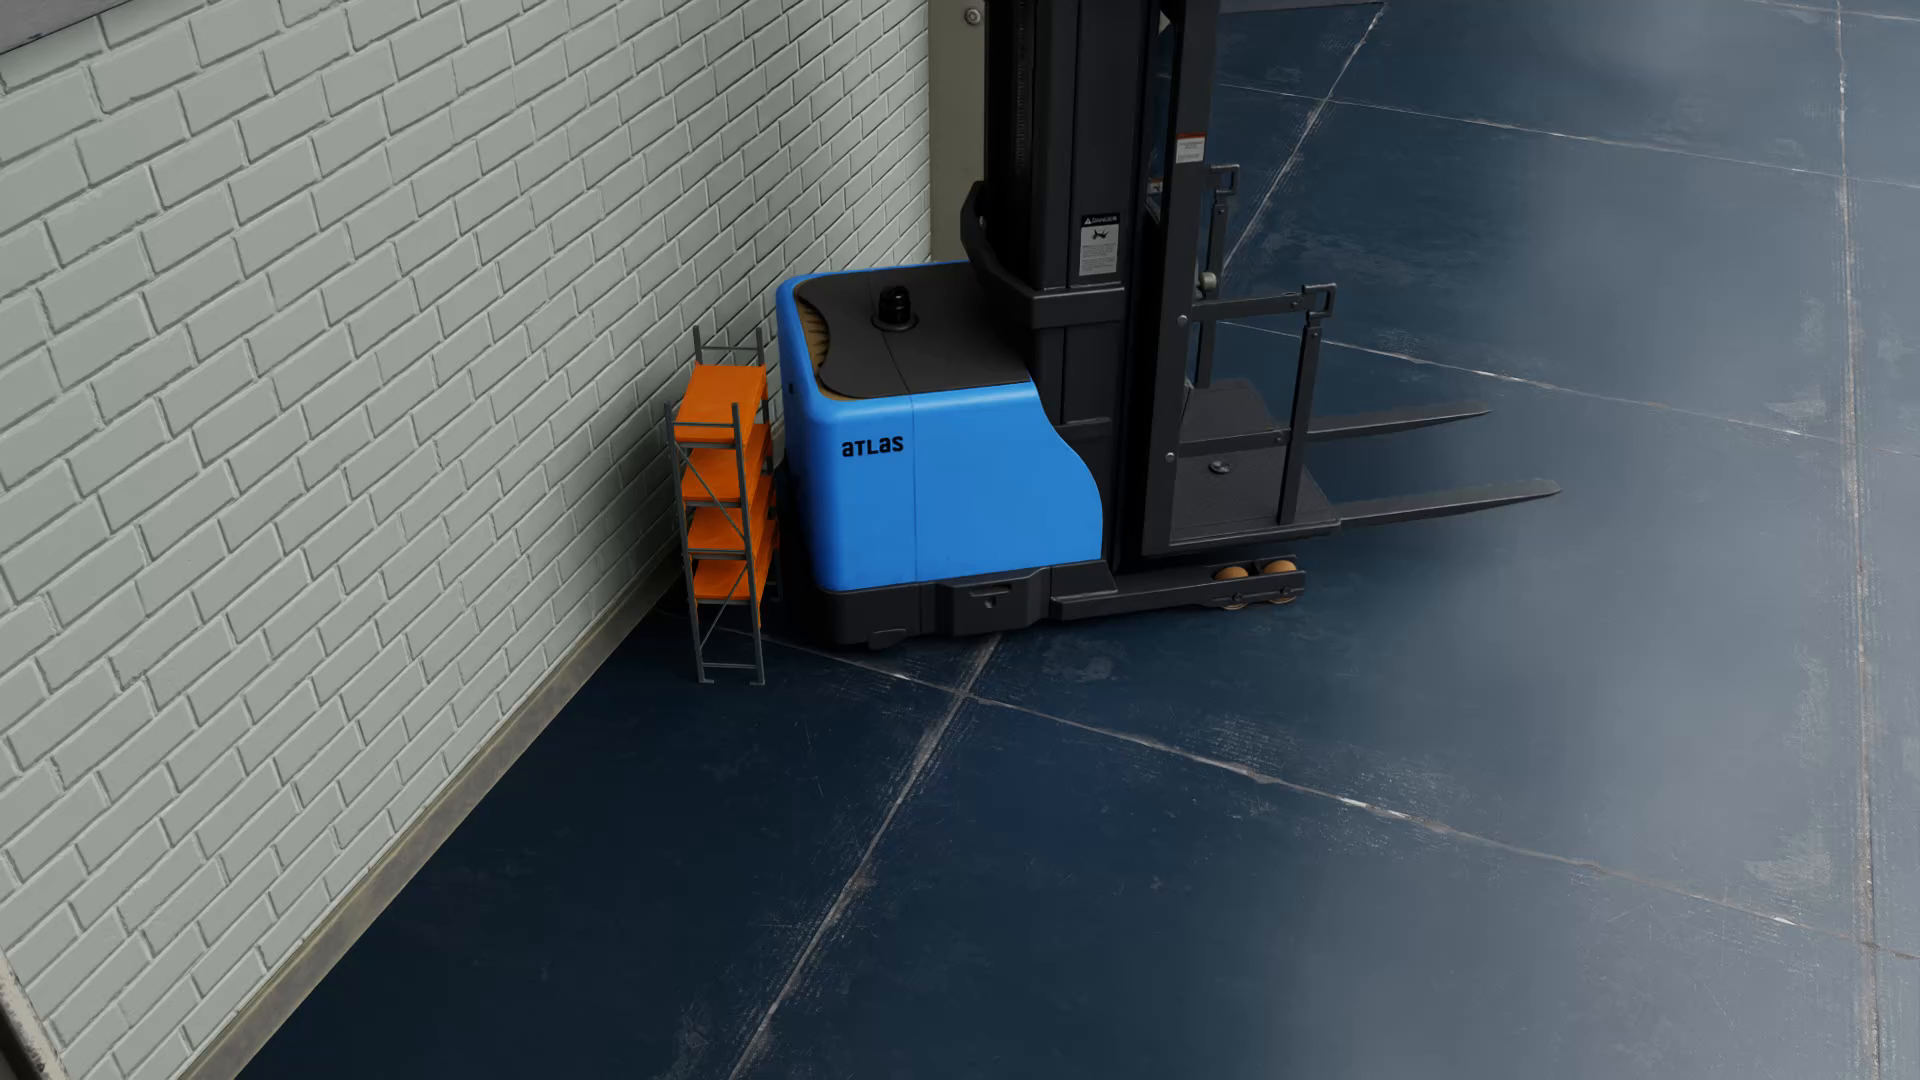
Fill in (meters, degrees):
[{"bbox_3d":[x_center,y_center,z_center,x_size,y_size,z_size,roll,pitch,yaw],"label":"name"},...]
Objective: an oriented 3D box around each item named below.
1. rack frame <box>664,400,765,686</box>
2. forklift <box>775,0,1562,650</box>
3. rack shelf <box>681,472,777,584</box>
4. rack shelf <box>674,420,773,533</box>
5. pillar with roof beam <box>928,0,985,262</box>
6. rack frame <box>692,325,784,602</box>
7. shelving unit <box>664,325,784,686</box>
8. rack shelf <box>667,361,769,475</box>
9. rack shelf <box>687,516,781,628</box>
[{"bbox_3d":[-0.831,0.040,5.694,0.240,1.200,0.015,2,37,3],"label":"rack frame"},{"bbox_3d":[0.860,-1.209,5.919,3.031,2.935,1.130,-7,37,-9],"label":"forklift"},{"bbox_3d":[-0.816,-0.052,5.929,0.258,0.148,0.480,2,37,3],"label":"rack shelf"},{"bbox_3d":[-0.816,-0.231,5.795,0.258,0.148,0.480,2,37,3],"label":"rack shelf"},{"bbox_3d":[4.045,-3.998,4.582,9.100,9.000,0.400,14,39,18],"label":"pillar with roof beam"},{"bbox_3d":[-0.801,-0.251,6.084,0.240,1.200,0.015,2,37,3],"label":"rack frame"},{"bbox_3d":[-0.816,-0.106,5.889,0.258,1.200,0.503,2,37,3],"label":"shelving unit"},{"bbox_3d":[-0.816,-0.420,5.654,0.258,0.148,0.480,2,37,3],"label":"rack shelf"},{"bbox_3d":[-0.816,0.107,6.048,0.258,0.148,0.480,2,37,3],"label":"rack shelf"}]
